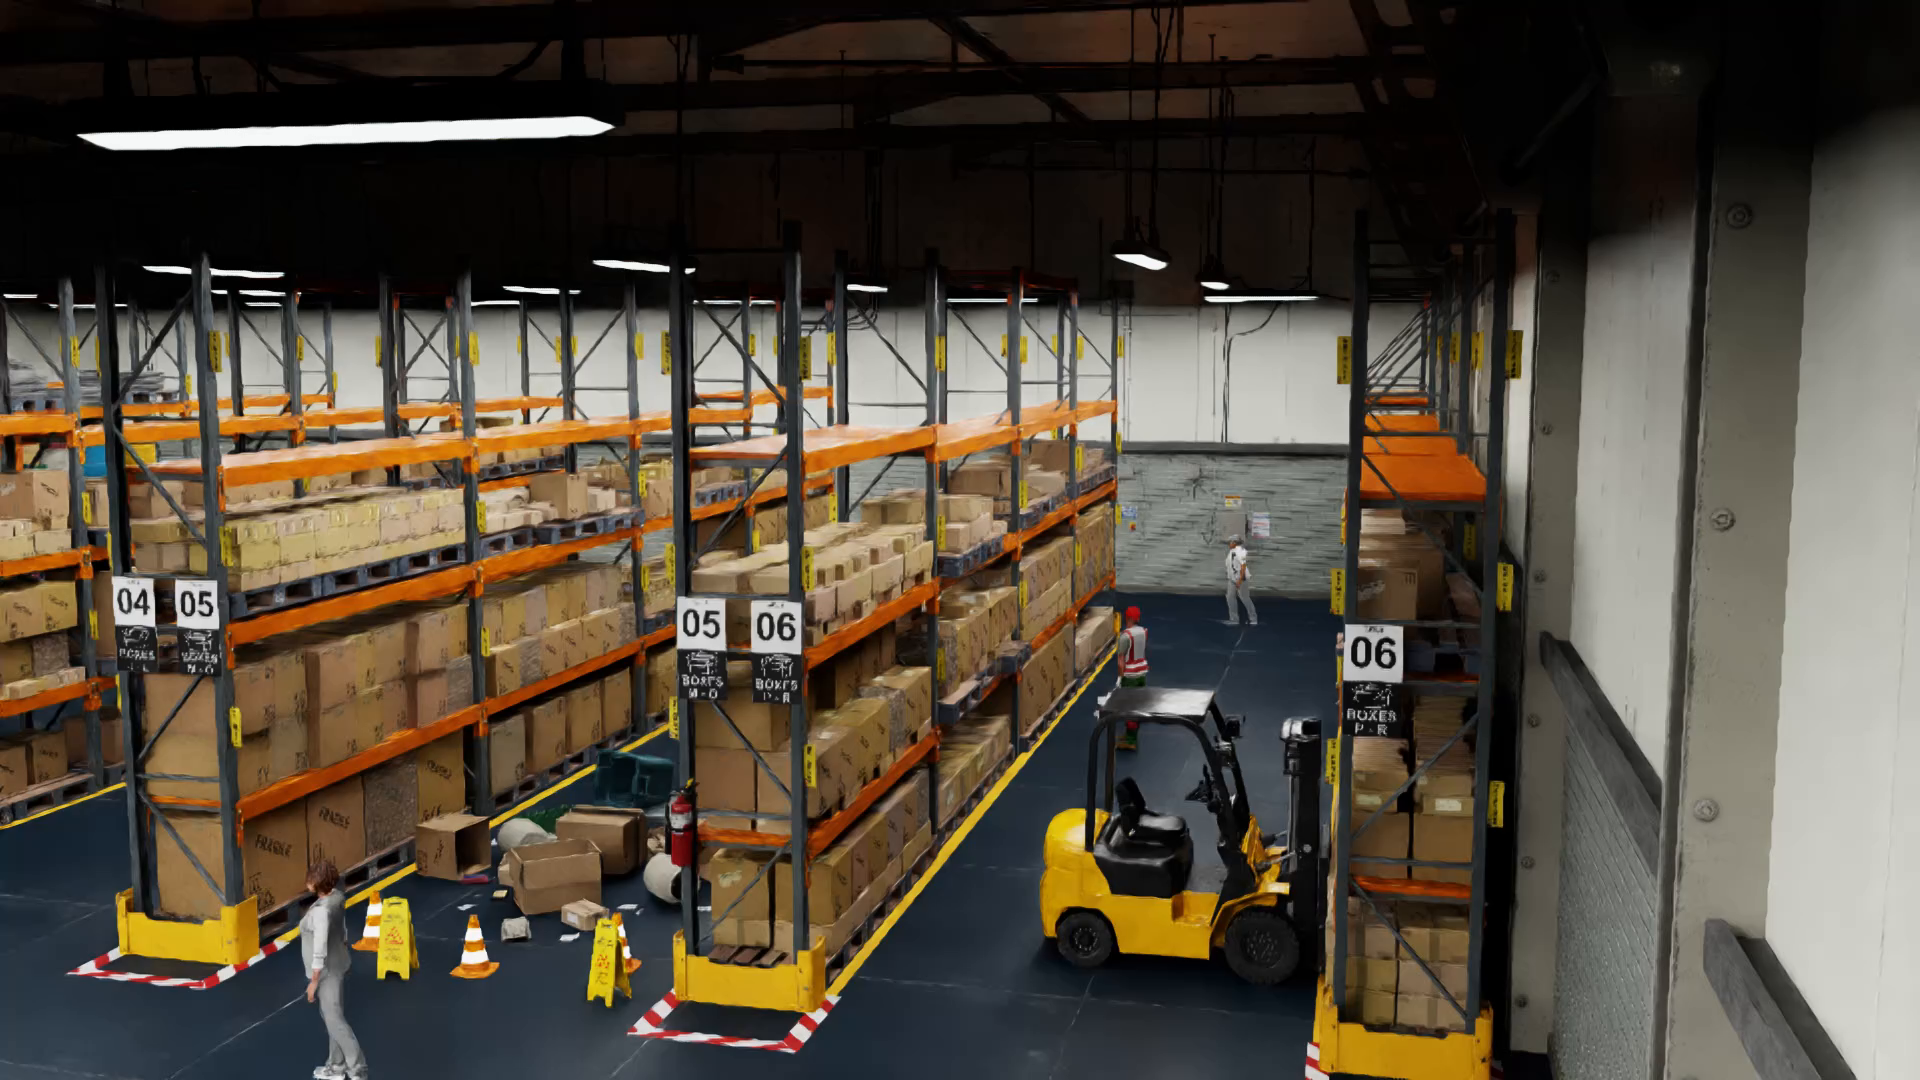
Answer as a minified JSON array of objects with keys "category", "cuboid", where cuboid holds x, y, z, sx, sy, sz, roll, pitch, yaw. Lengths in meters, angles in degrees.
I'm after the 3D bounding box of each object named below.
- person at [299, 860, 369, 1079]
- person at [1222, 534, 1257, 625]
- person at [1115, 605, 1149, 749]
[{"category":"person","cuboid":[-4.307,2.999,11.436,0.431,1.592,0.601,-1,7,-11]},{"category":"person","cuboid":[5.057,0.708,29.926,0.587,1.641,0.537,-2,7,-20]},{"category":"person","cuboid":[2.114,1.708,20.995,0.494,1.786,0.599,7,10,43]}]
